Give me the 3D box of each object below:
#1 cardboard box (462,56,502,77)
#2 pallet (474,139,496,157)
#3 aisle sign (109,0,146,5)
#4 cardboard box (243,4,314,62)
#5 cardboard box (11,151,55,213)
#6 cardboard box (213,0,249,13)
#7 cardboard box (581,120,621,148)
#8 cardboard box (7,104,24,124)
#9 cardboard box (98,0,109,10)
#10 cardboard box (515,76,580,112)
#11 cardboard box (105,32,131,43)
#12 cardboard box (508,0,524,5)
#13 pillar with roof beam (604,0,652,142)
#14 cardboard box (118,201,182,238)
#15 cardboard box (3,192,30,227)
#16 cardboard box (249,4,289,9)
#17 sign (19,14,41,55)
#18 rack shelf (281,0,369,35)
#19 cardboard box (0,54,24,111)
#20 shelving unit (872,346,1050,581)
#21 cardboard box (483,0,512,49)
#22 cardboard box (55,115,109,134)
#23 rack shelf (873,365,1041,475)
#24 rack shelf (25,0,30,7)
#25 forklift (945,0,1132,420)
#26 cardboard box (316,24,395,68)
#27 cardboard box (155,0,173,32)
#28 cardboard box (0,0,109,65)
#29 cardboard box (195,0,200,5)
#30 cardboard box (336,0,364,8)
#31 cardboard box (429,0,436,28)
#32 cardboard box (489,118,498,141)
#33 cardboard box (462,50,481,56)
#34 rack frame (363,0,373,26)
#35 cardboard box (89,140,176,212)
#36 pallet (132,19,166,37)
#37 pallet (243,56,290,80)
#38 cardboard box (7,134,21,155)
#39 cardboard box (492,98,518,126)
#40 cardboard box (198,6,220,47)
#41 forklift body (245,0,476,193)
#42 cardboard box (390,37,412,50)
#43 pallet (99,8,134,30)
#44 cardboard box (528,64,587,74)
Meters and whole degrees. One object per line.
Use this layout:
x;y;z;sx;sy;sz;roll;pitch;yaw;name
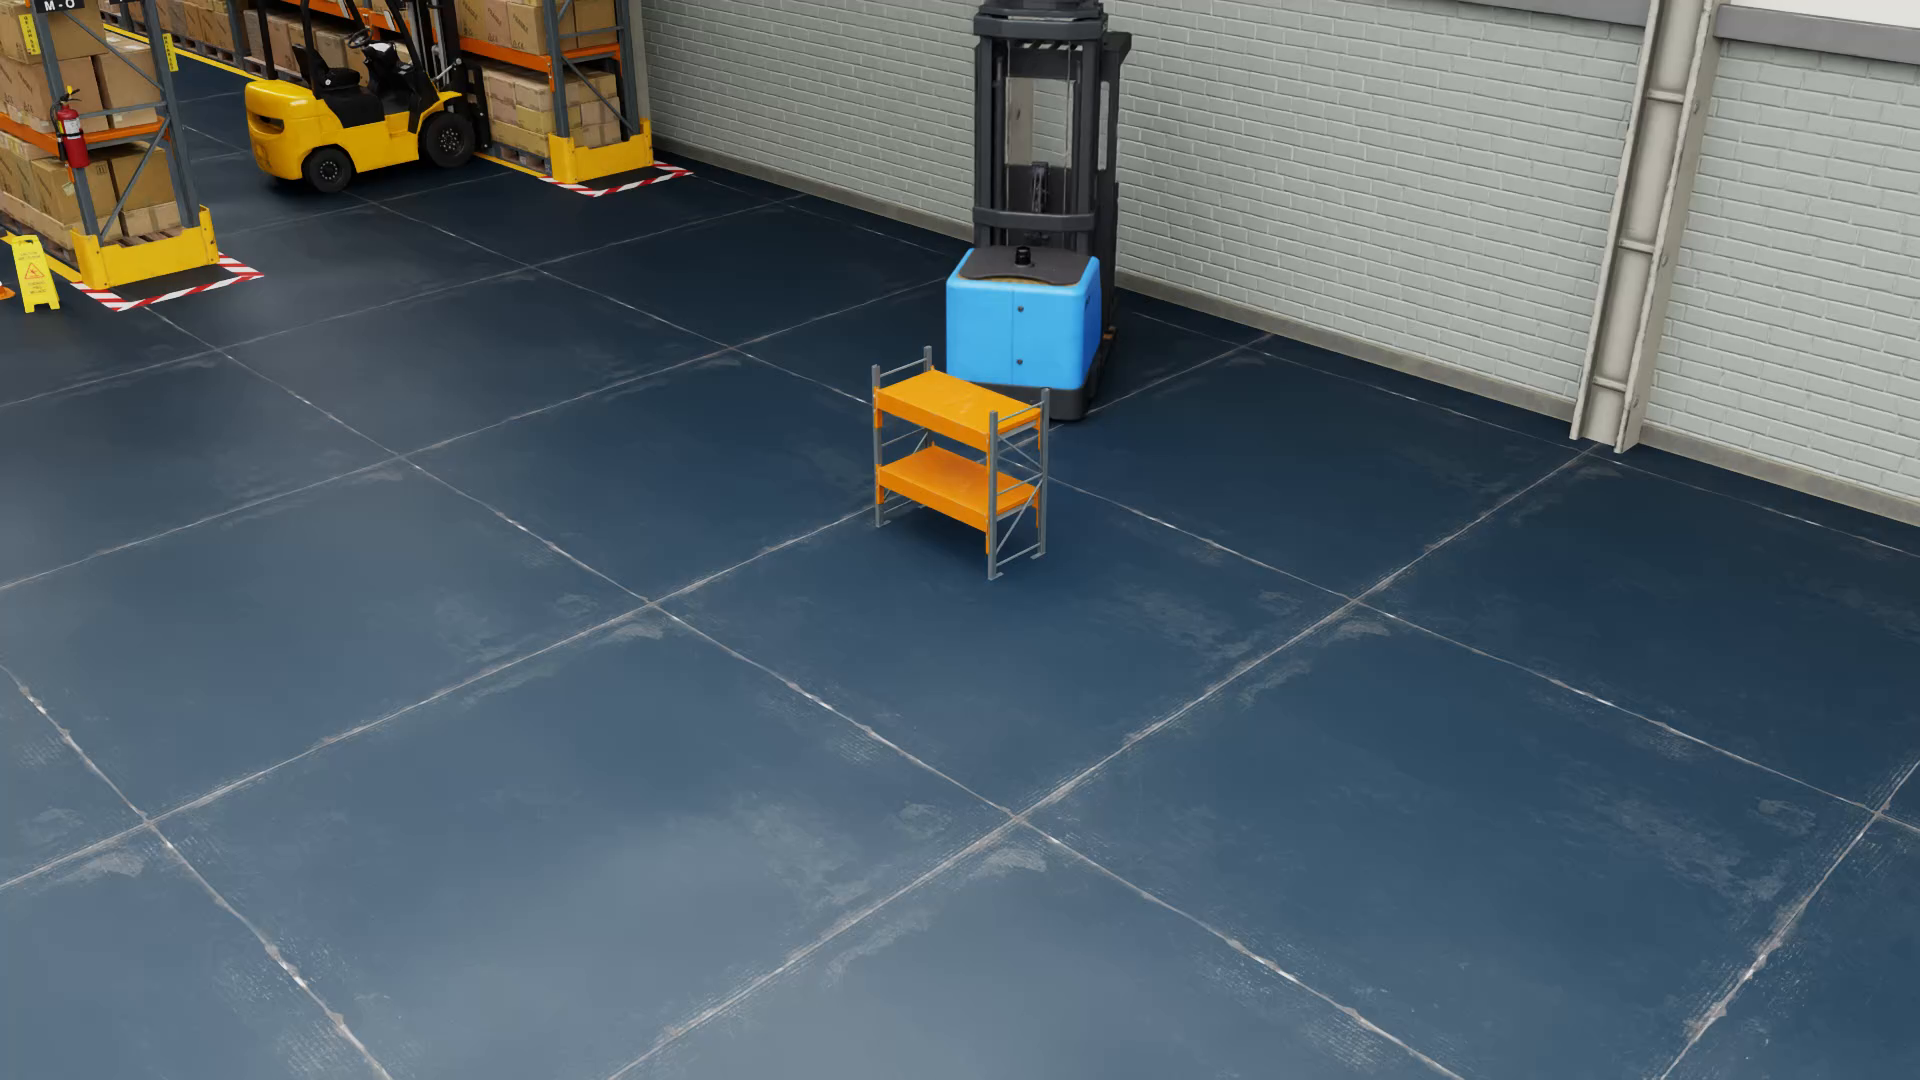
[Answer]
-5.627;-5.403;19.224;0.500;0.250;0.500;24;36;37;cardboard box
-5.430;-4.850;19.740;1.213;0.211;1.003;25;36;38;pallet
-7.205;-5.035;14.303;0.004;0.787;0.394;25;36;38;aisle sign
-9.259;-6.988;22.910;0.875;0.625;0.625;-24;36;-38;cardboard box
-8.595;-3.447;15.773;0.500;0.500;0.500;-24;36;-37;cardboard box
-10.224;-7.505;23.330;0.250;0.149;0.380;23;35;36;cardboard box
-4.202;-4.645;18.857;0.500;0.250;0.500;25;37;39;cardboard box
-8.514;-3.952;15.307;0.380;0.149;0.250;-25;36;-38;cardboard box
-13.404;-8.543;26.253;0.396;0.266;0.258;-24;36;-37;cardboard box
-4.536;-4.909;18.285;0.500;0.250;0.500;-24;36;-38;cardboard box
-7.982;-4.393;15.447;0.500;0.500;0.500;-24;36;-38;cardboard box
-4.636;-5.876;17.890;0.380;0.149;0.250;-25;36;-38;cardboard box
-6.872;-7.203;14.774;0.400;9.000;9.100;25;36;38;pillar with roof beam
-7.848;-3.126;15.968;0.500;0.250;0.500;24;36;38;cardboard box
-8.973;-3.286;16.273;0.500;0.250;0.500;23;35;37;cardboard box
-9.798;-7.371;23.773;0.500;0.500;0.500;-24;36;-37;cardboard box
-7.870;-4.277;14.070;0.005;0.325;0.100;25;36;38;sign
-8.268;-7.090;21.777;4.000;0.370;1.077;25;36;38;rack shelf
-8.401;-4.229;15.135;0.500;0.500;0.500;25;36;38;cardboard box
-0.005;-0.500;10.486;1.048;1.125;0.538;25;36;38;shelving unit
-4.888;-5.741;18.330;0.500;0.500;0.500;-24;36;-38;cardboard box
-7.883;-3.742;14.907;0.380;0.149;0.250;-24;36;-38;cardboard box
-0.005;-0.759;10.350;1.000;0.278;0.538;25;36;38;rack shelf
-8.893;-5.464;15.461;4.000;0.370;1.077;25;36;38;rack shelf
0.702;-2.848;13.011;1.130;2.935;3.031;6;28;11;forklift
-7.770;-6.313;21.626;0.625;0.625;0.875;24;36;38;cardboard box
-11.620;-7.878;24.738;0.500;0.500;0.500;23;36;37;cardboard box
-7.984;-4.515;14.605;0.500;0.500;0.700;24;36;37;cardboard box
-10.753;-7.785;23.864;0.380;0.149;0.250;-24;36;-38;cardboard box
-7.384;-6.767;20.551;0.500;0.250;0.500;-24;36;-38;cardboard box
-5.963;-6.239;19.279;0.500;0.500;0.500;24;36;38;cardboard box
-5.244;-4.800;19.151;0.500;0.250;0.500;-25;37;-39;cardboard box
-5.632;-5.741;19.867;0.500;0.250;0.500;25;37;39;cardboard box
-6.842;-6.756;20.368;0.127;3.000;1.000;25;36;38;rack frame
-7.865;-3.465;15.808;0.500;0.500;0.500;23;36;37;cardboard box
-11.940;-7.879;25.501;1.213;0.211;1.003;25;36;38;pallet
-9.134;-6.545;22.964;1.213;0.211;1.003;25;36;38;pallet
-8.707;-3.745;15.644;0.380;0.149;0.250;-25;36;-38;cardboard box
-4.906;-4.863;18.735;0.500;0.250;0.500;24;36;38;cardboard box
-10.496;-7.374;23.778;0.500;0.500;0.500;24;36;38;cardboard box
-6.621;-5.088;18.109;1.214;2.155;2.313;25;36;38;forklift body
-6.717;-5.905;20.180;0.500;0.250;0.500;24;36;38;cardboard box
-13.035;-8.356;26.408;1.213;0.211;1.003;25;36;38;pallet
-4.558;-5.243;18.921;0.500;0.250;0.500;25;36;38;cardboard box
